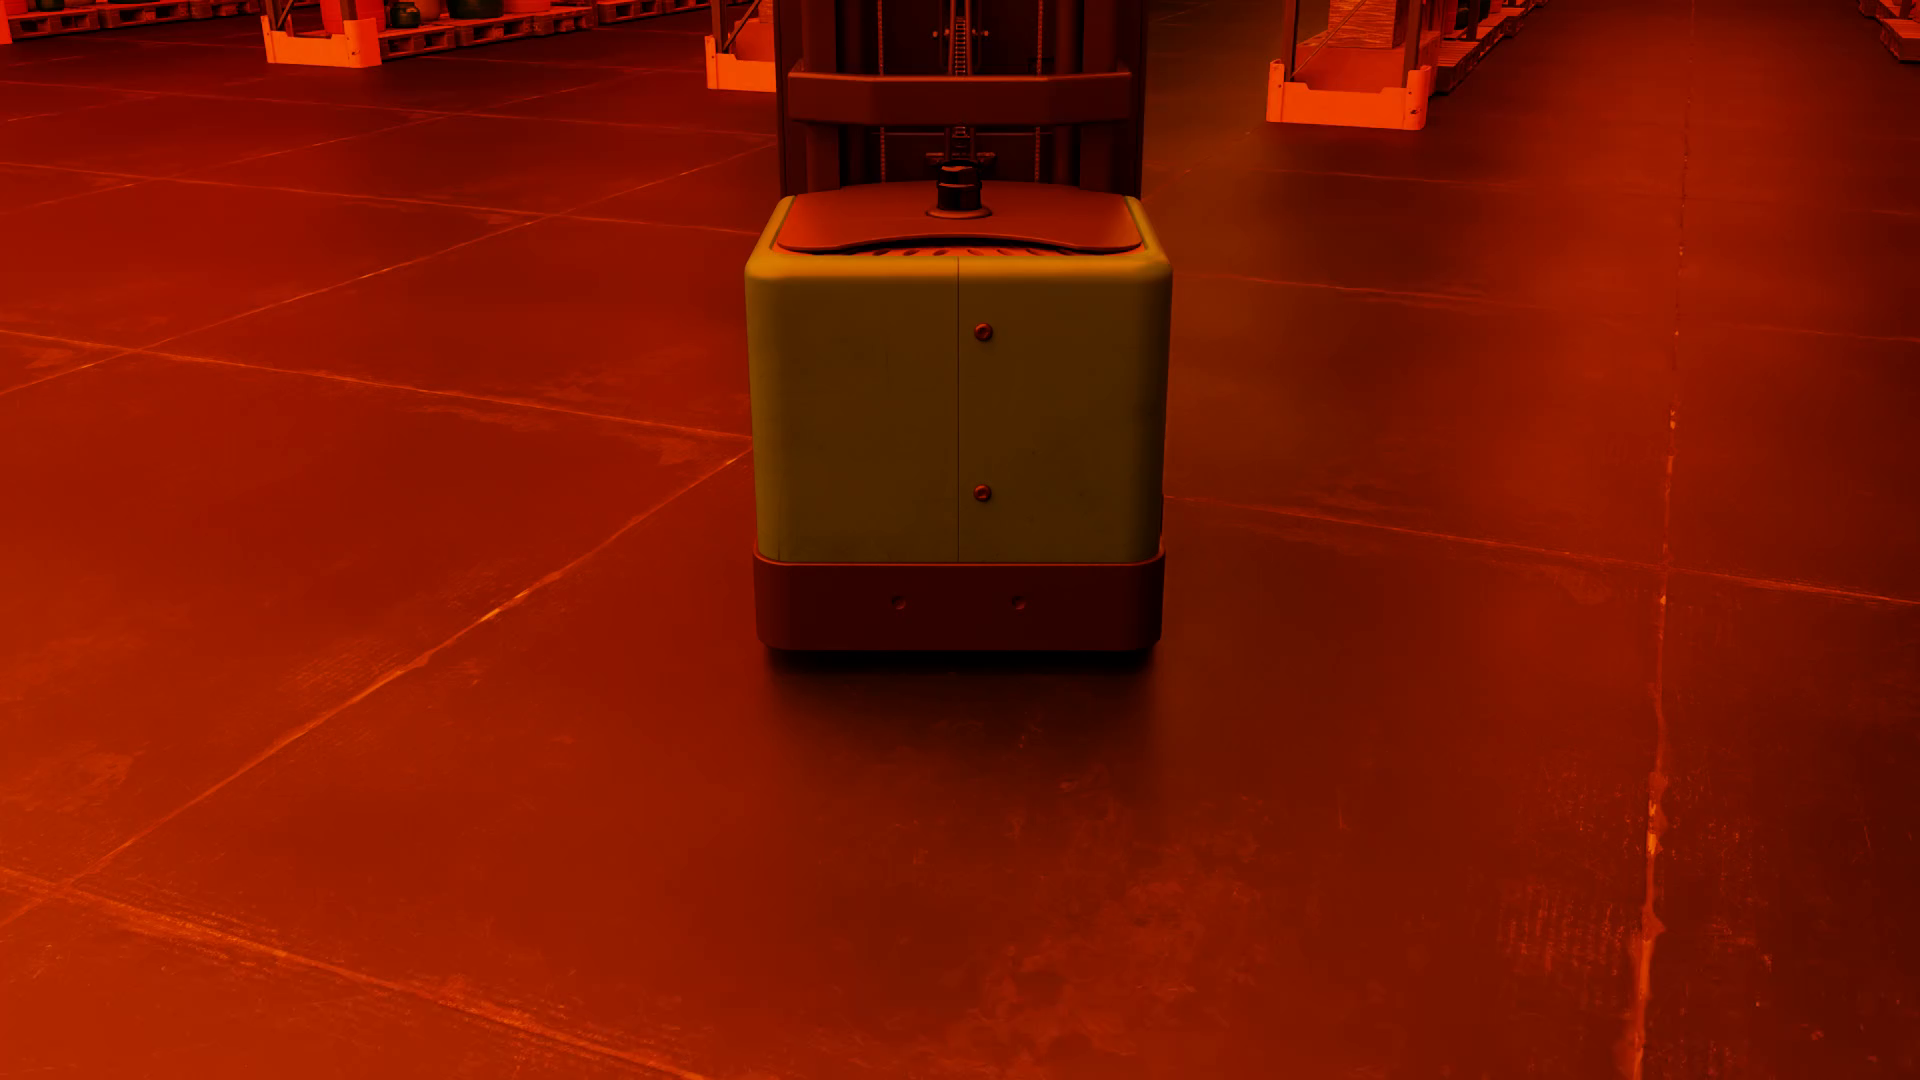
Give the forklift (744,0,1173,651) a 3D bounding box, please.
[{"bbox_3d":[0.002,-1.587,5.089,1.130,2.935,3.031,0,23,0],"label":"forklift"}]
